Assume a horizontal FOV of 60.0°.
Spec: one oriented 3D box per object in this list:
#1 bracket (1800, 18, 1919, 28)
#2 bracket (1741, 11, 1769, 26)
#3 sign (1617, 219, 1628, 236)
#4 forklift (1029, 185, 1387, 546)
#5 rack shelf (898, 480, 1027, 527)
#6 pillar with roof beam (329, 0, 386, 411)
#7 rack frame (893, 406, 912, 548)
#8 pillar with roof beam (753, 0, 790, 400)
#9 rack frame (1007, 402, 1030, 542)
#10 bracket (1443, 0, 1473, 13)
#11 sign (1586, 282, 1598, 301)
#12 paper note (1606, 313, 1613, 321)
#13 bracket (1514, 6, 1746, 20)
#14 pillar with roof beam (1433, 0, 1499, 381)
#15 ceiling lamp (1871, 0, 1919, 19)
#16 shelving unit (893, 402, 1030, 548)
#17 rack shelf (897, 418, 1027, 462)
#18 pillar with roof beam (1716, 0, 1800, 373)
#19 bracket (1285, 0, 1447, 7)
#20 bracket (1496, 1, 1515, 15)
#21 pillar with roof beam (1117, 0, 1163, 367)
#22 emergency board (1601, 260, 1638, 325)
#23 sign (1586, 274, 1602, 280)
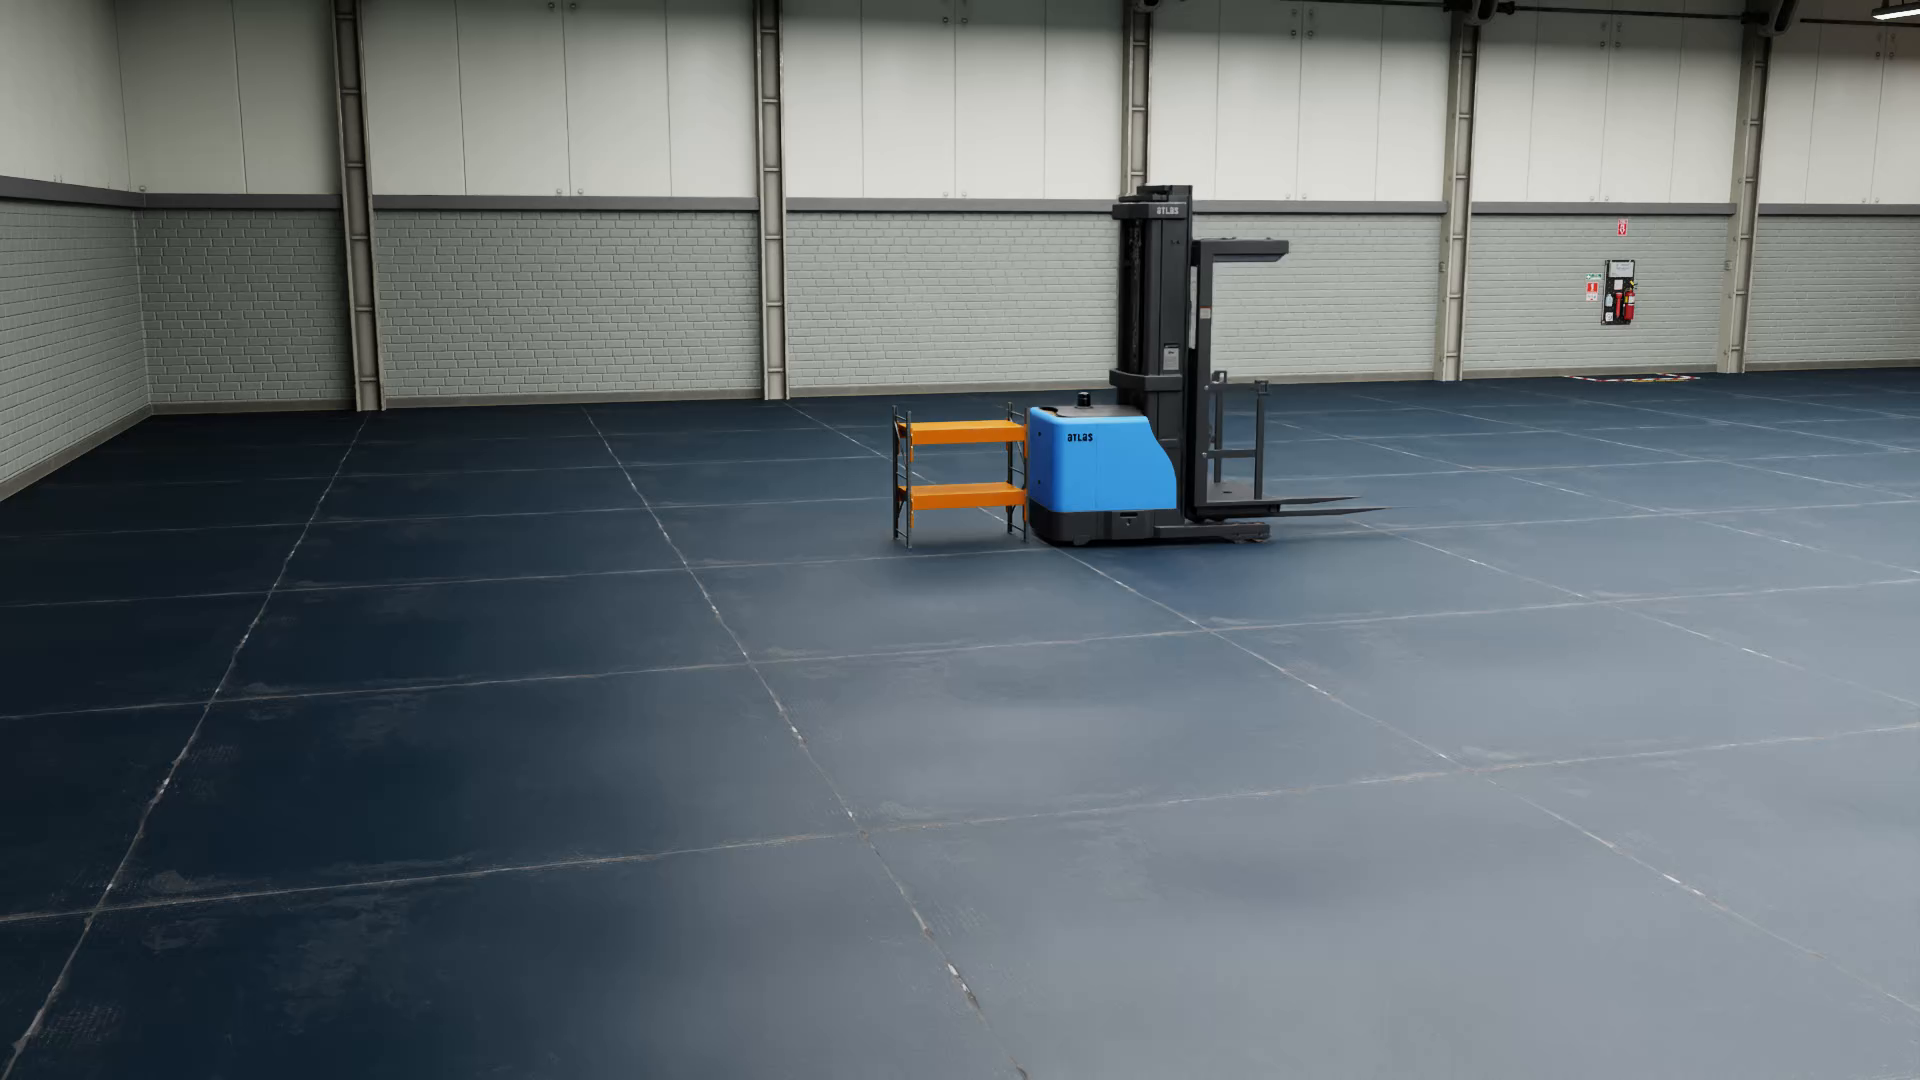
[{"bbox_3d":[17.355,-9.418,30.410,4.783,0.066,0.076,-3,11,-16],"label":"bracket"},{"bbox_3d":[14.084,-9.246,29.474,0.430,0.232,0.235,-3,11,-16],"label":"bracket"},{"bbox_3d":[11.964,-5.647,30.031,0.199,0.298,0.001,-3,11,-16],"label":"sign"},{"bbox_3d":[2.135,-1.505,14.127,3.031,2.935,1.130,-2,11,-11],"label":"forklift"},{"bbox_3d":[0.006,-0.313,13.991,1.000,0.278,0.538,-3,11,-16],"label":"rack shelf"},{"bbox_3d":[-7.457,-5.596,19.586,0.400,9.000,9.100,-3,11,-16],"label":"pillar with roof beam"},{"bbox_3d":[-0.482,-0.528,13.807,0.032,1.125,0.500,-3,11,-16],"label":"rack frame"},{"bbox_3d":[-1.696,-5.899,21.236,0.400,9.000,9.100,-3,11,-16],"label":"pillar with roof beam"},{"bbox_3d":[0.495,-0.579,14.086,0.032,1.125,0.500,-3,11,-16],"label":"rack frame"},{"bbox_3d":[8.323,-8.942,27.824,0.430,0.232,0.235,-3,11,-16],"label":"bracket"},{"bbox_3d":[11.440,-4.497,30.091,0.234,0.329,0.001,-3,11,-16],"label":"sign"},{"bbox_3d":[11.811,-4.059,30.245,0.142,0.148,0.016,-3,11,-16],"label":"paper note"},{"bbox_3d":[11.594,-9.115,28.761,4.783,0.066,0.076,-3,11,-16],"label":"bracket"},{"bbox_3d":[9.826,-6.506,24.534,0.548,9.000,9.100,-3,11,-16],"label":"pillar with roof beam"},{"bbox_3d":[14.353,-9.492,24.631,0.800,3.185,2.000,-3,11,-16],"label":"ceiling lamp"},{"bbox_3d":[0.006,-0.554,13.947,1.048,1.125,0.538,-3,11,-16],"label":"shelving unit"},{"bbox_3d":[0.006,-0.841,13.894,1.000,0.278,0.538,-3,11,-16],"label":"rack shelf"},{"bbox_3d":[15.586,-6.810,26.184,0.548,9.000,9.100,-3,11,-16],"label":"pillar with roof beam"},{"bbox_3d":[5.833,-8.811,27.111,4.783,0.066,0.076,-3,11,-16],"label":"bracket"},{"bbox_3d":[9.120,-8.984,28.052,0.430,0.232,0.235,-3,11,-16],"label":"bracket"},{"bbox_3d":[4.065,-6.203,22.885,0.548,9.000,9.100,-3,11,-16],"label":"pillar with roof beam"},{"bbox_3d":[12.000,-4.490,30.149,0.643,1.169,0.194,-3,11,-16],"label":"emergency board"},{"bbox_3d":[11.447,-4.756,30.036,0.331,0.109,0.001,-3,11,-16],"label":"sign"}]
